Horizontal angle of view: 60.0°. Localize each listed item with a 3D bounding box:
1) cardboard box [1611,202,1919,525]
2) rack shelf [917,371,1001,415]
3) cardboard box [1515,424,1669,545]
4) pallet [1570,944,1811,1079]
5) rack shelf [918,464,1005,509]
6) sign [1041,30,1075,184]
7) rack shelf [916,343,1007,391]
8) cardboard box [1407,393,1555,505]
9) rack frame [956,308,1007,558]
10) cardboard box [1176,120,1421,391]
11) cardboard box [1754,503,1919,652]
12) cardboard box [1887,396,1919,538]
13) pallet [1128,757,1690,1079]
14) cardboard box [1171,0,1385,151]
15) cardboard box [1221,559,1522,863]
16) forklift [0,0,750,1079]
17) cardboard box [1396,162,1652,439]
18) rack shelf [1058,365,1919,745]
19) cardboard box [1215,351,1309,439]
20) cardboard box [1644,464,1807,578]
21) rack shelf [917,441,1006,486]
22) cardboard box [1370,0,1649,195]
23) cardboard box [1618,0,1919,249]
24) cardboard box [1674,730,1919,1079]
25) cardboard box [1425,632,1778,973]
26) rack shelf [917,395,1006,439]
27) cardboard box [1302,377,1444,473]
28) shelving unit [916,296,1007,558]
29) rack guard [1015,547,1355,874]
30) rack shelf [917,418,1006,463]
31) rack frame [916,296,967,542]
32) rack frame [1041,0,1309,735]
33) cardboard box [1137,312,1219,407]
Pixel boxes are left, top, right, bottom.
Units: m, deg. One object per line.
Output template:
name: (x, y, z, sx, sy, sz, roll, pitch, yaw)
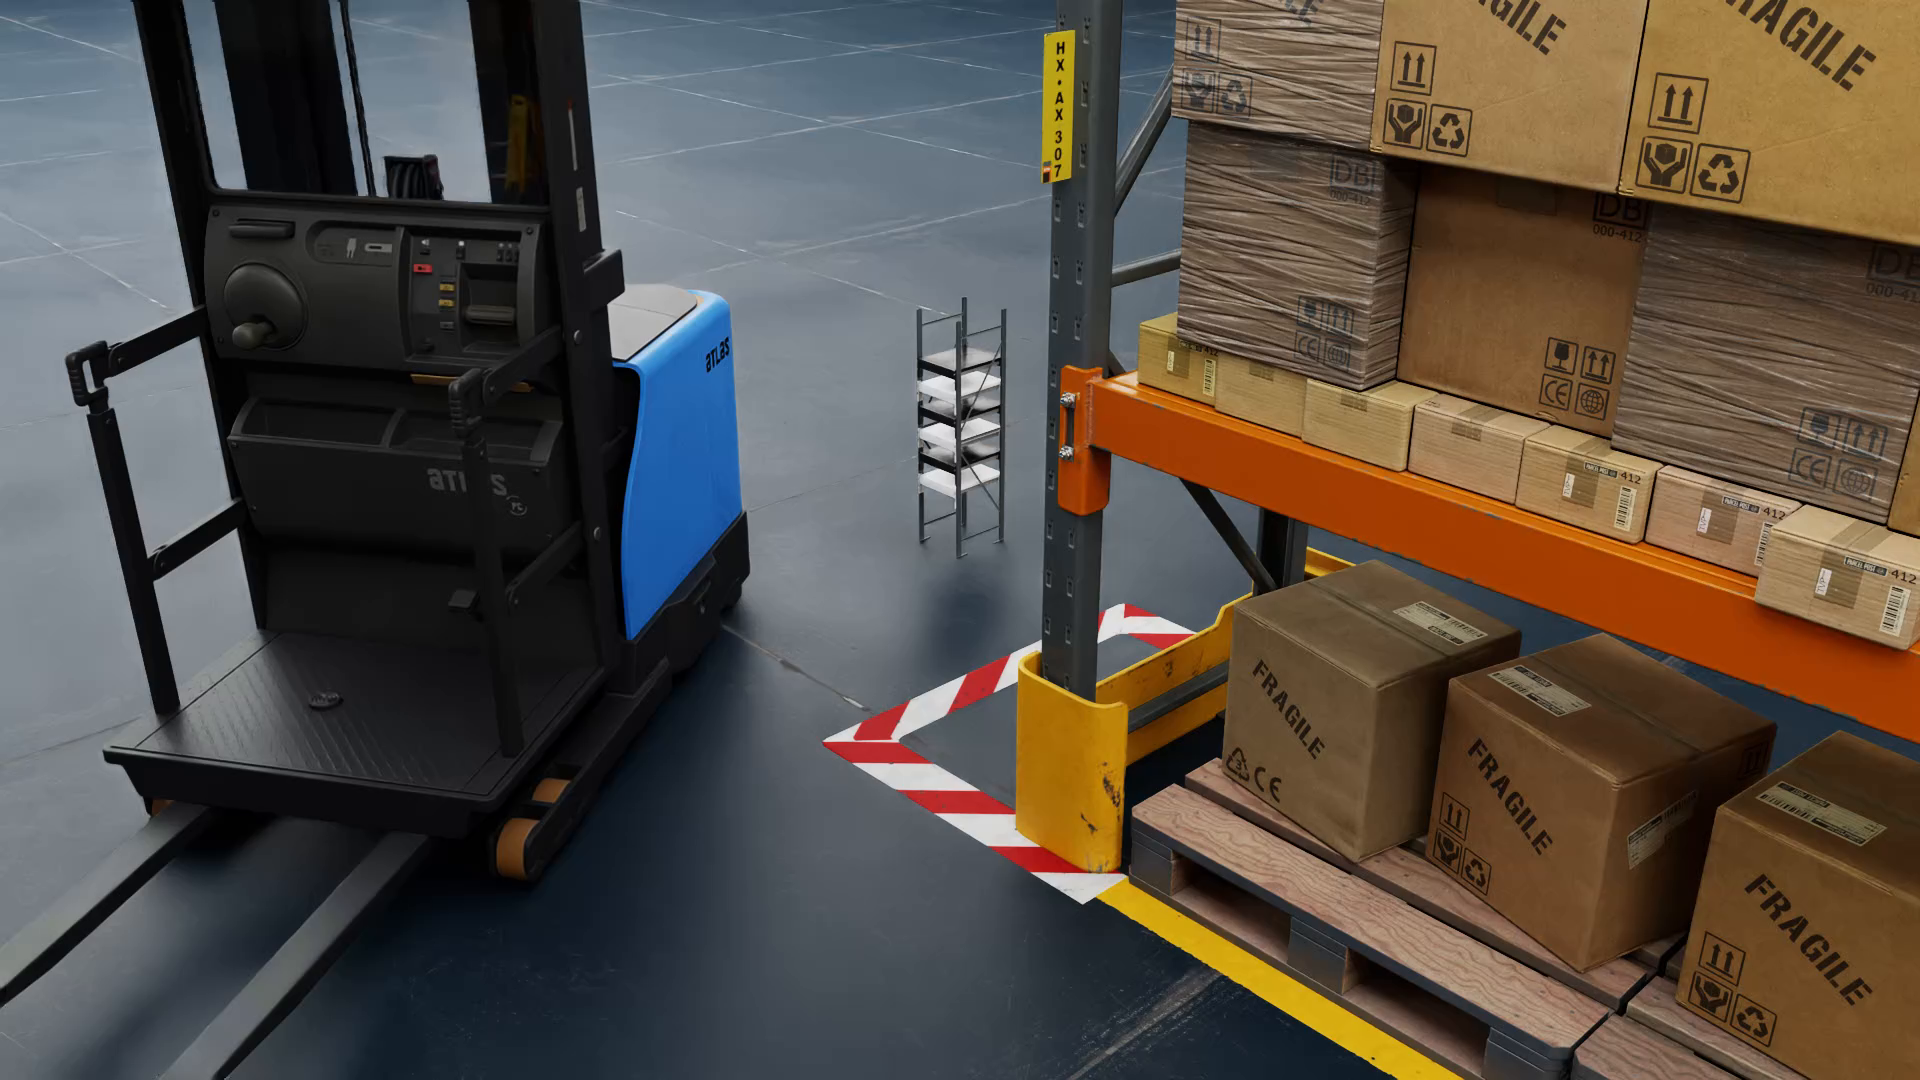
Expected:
cardboard box: (1.712, -0.448, 3.140, 0.875, 0.500, 0.500, -21, 32, -38)
rack shelf: (0.006, -0.540, 5.997, 0.258, 0.077, 0.200, -21, 32, -38)
cardboard box: (1.306, -0.146, 3.259, 0.380, 0.149, 0.250, -21, 32, -38)
pallet: (2.028, 1.194, 3.378, 1.003, 0.211, 1.213, -21, 32, -38)
rack shelf: (0.006, -0.213, 6.146, 0.258, 0.077, 0.200, -21, 32, -38)
sign: (0.221, -0.963, 3.704, 0.100, 0.325, 0.005, -21, 32, -38)
rack shelf: (0.006, -0.622, 5.960, 0.258, 0.077, 0.200, -21, 32, -38)
cardboard box: (1.140, -0.224, 3.429, 0.380, 0.149, 0.250, -21, 32, -38)
rack frame: (0.075, -0.376, 5.990, 0.240, 0.900, 0.006, -21, 32, -38)
cardboard box: (0.973, -0.729, 3.756, 0.875, 0.500, 0.500, -21, 32, -38)
cardboard box: (1.592, 0.027, 2.879, 0.380, 0.149, 0.250, -21, 32, -38)
cardboard box: (2.045, -0.293, 2.800, 0.875, 0.500, 0.500, -21, 32, -38)
pallet: (1.198, 0.825, 4.188, 1.003, 0.211, 1.213, -21, 32, -38)
cardboard box: (0.794, -1.115, 3.396, 0.500, 0.500, 0.500, -21, 32, -38)
cardboard box: (1.031, 0.417, 4.227, 0.500, 0.500, 0.500, -15, 28, -29)
forklift: (-1.555, -0.619, 4.076, 1.130, 2.935, 3.031, 5, 25, 11)
cardboard box: (1.402, -0.612, 3.499, 0.875, 0.500, 0.500, -21, 32, -38)
rack shelf: (1.984, 0.210, 3.042, 1.077, 0.370, 4.000, -21, 32, -38)
cardboard box: (0.794, -0.374, 3.758, 0.380, 0.149, 0.250, -21, 32, -38)
cardboard box: (1.497, -0.078, 3.110, 0.380, 0.149, 0.250, -21, 32, -38)
rack shelf: (0.006, -0.295, 6.109, 0.258, 0.077, 0.200, -21, 32, -38)
cardboard box: (1.130, -0.961, 3.060, 0.500, 0.500, 0.500, -21, 32, -38)
cardboard box: (1.473, -0.810, 2.729, 0.500, 0.500, 0.500, -21, 32, -38)
cardboard box: (1.879, 0.784, 3.424, 0.500, 0.500, 0.500, -18, 30, -34)
cardboard box: (1.465, 0.588, 3.852, 0.500, 0.500, 0.500, -12, 27, -25)
rack shelf: (0.006, -0.459, 6.034, 0.258, 0.077, 0.200, -21, 32, -38)
cardboard box: (0.954, -0.294, 3.582, 0.380, 0.149, 0.250, -21, 32, -38)
shelving unit: (0.006, -0.407, 6.058, 0.258, 0.900, 0.210, -21, 32, -38)
rack guard: (0.669, 0.437, 4.689, 1.175, 0.500, 0.348, -21, 32, -38)
rack shelf: (0.006, -0.377, 6.072, 0.258, 0.077, 0.200, -21, 32, -38)
rack frame: (-0.064, -0.438, 6.125, 0.240, 0.900, 0.006, -21, 32, -38)
rack frame: (0.617, -0.723, 4.221, 1.000, 3.000, 0.127, -21, 32, -38)
cardboard box: (0.638, -0.455, 3.936, 0.380, 0.149, 0.250, -21, 32, -38)
